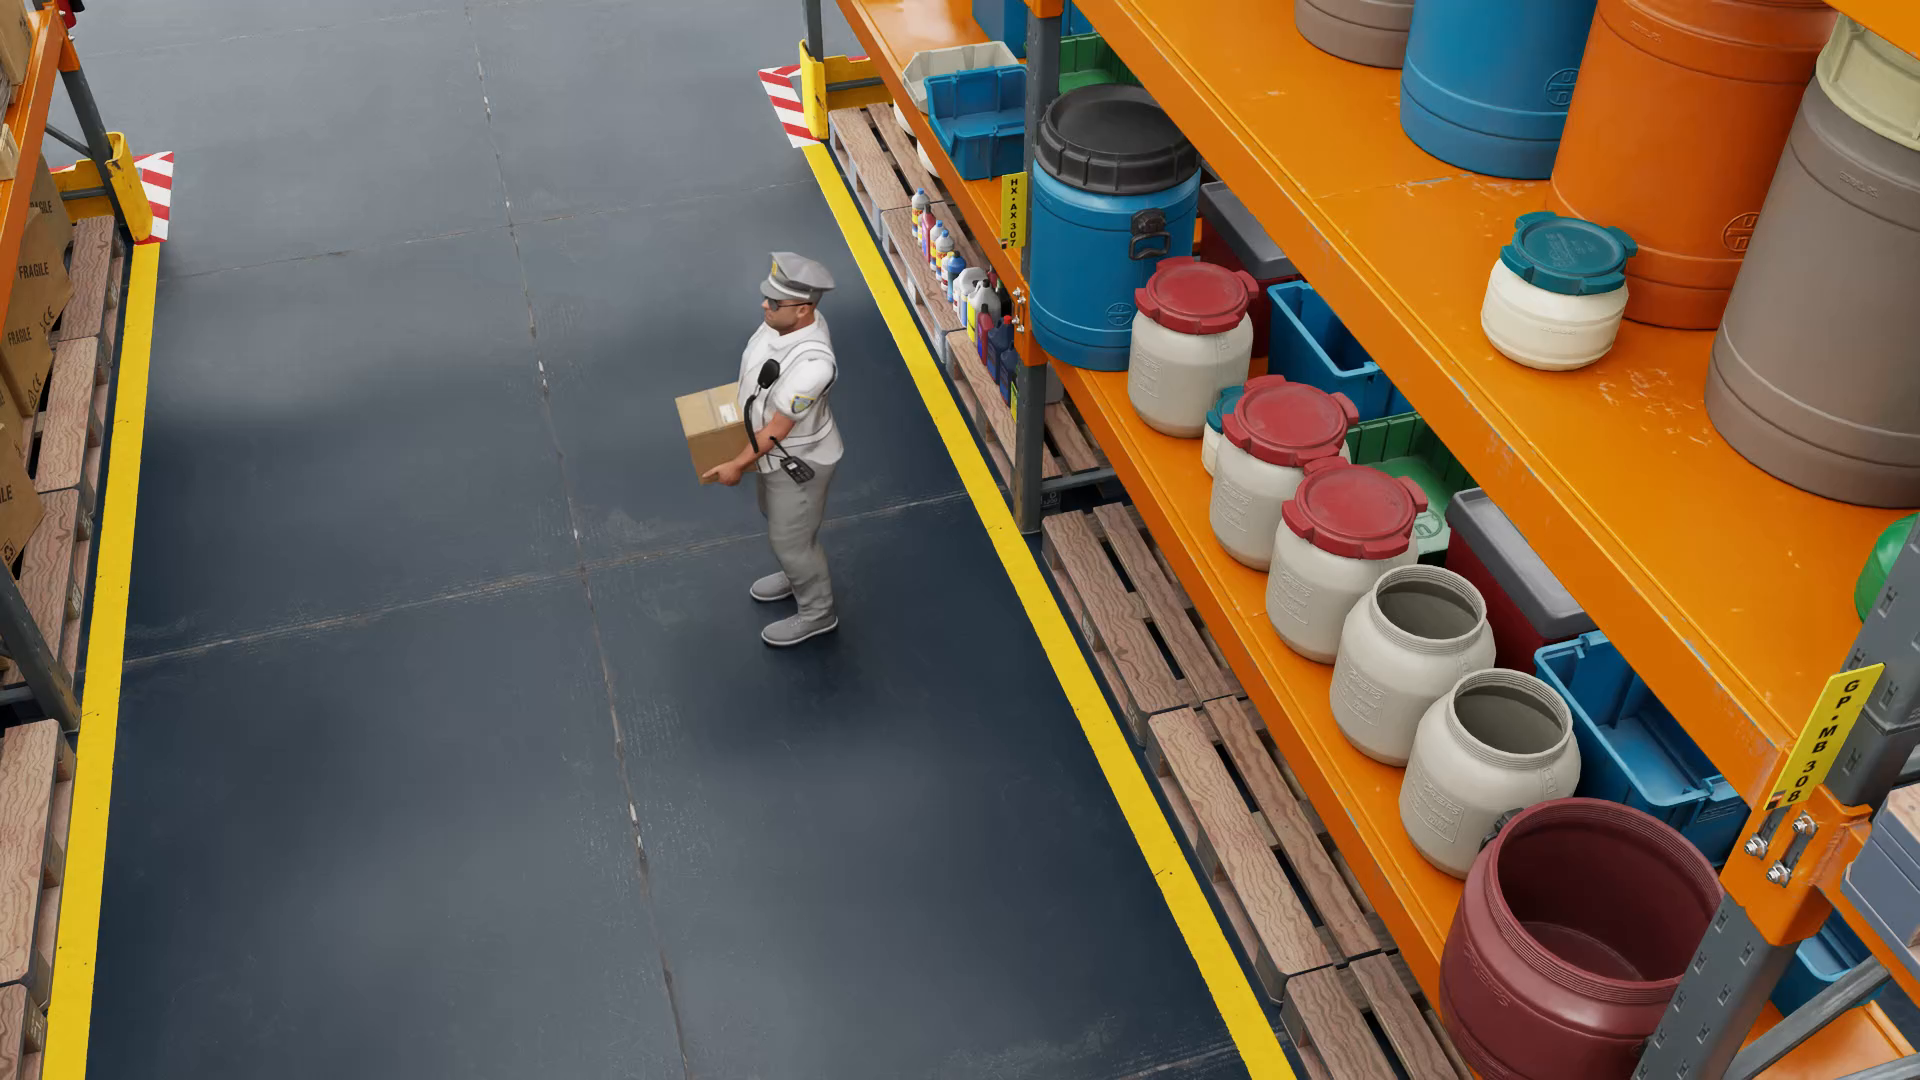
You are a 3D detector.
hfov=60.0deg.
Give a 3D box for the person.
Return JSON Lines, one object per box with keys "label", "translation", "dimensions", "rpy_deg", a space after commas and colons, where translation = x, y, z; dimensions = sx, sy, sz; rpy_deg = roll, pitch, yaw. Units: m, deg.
{"label": "person", "translation": [-0.661, -0.346, 6.540], "dimensions": [0.445, 1.747, 0.602], "rpy_deg": [-14, 44, -15]}
